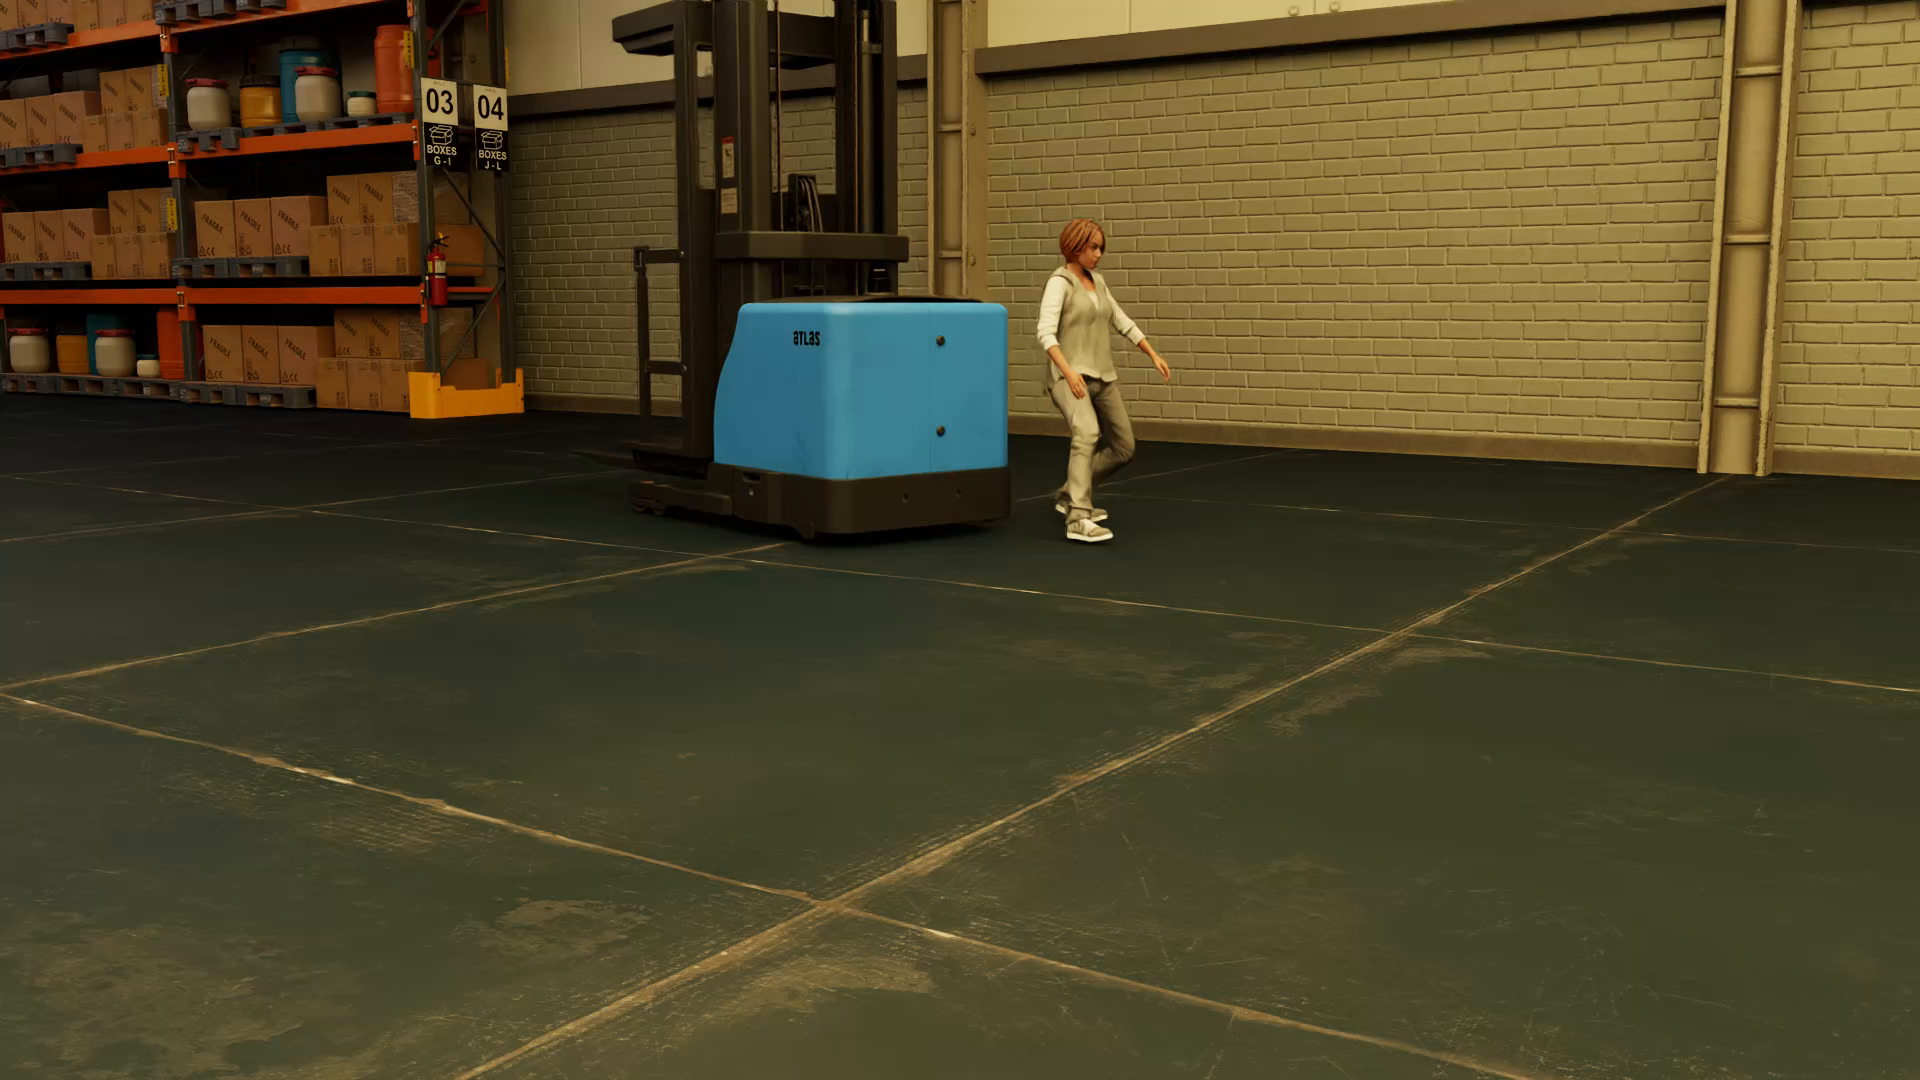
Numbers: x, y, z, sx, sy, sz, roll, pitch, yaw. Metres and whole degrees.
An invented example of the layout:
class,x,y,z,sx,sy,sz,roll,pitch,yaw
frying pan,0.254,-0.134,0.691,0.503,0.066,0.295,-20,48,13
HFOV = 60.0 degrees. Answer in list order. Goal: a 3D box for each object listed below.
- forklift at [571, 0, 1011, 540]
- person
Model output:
class,x,y,z,sx,sy,sz,roll,pitch,yaw
forklift,-1.066,-1.612,8.527,1.130,2.935,3.031,-6,10,-38
person,0.653,-0.769,7.842,0.779,1.468,0.785,-8,11,-43
